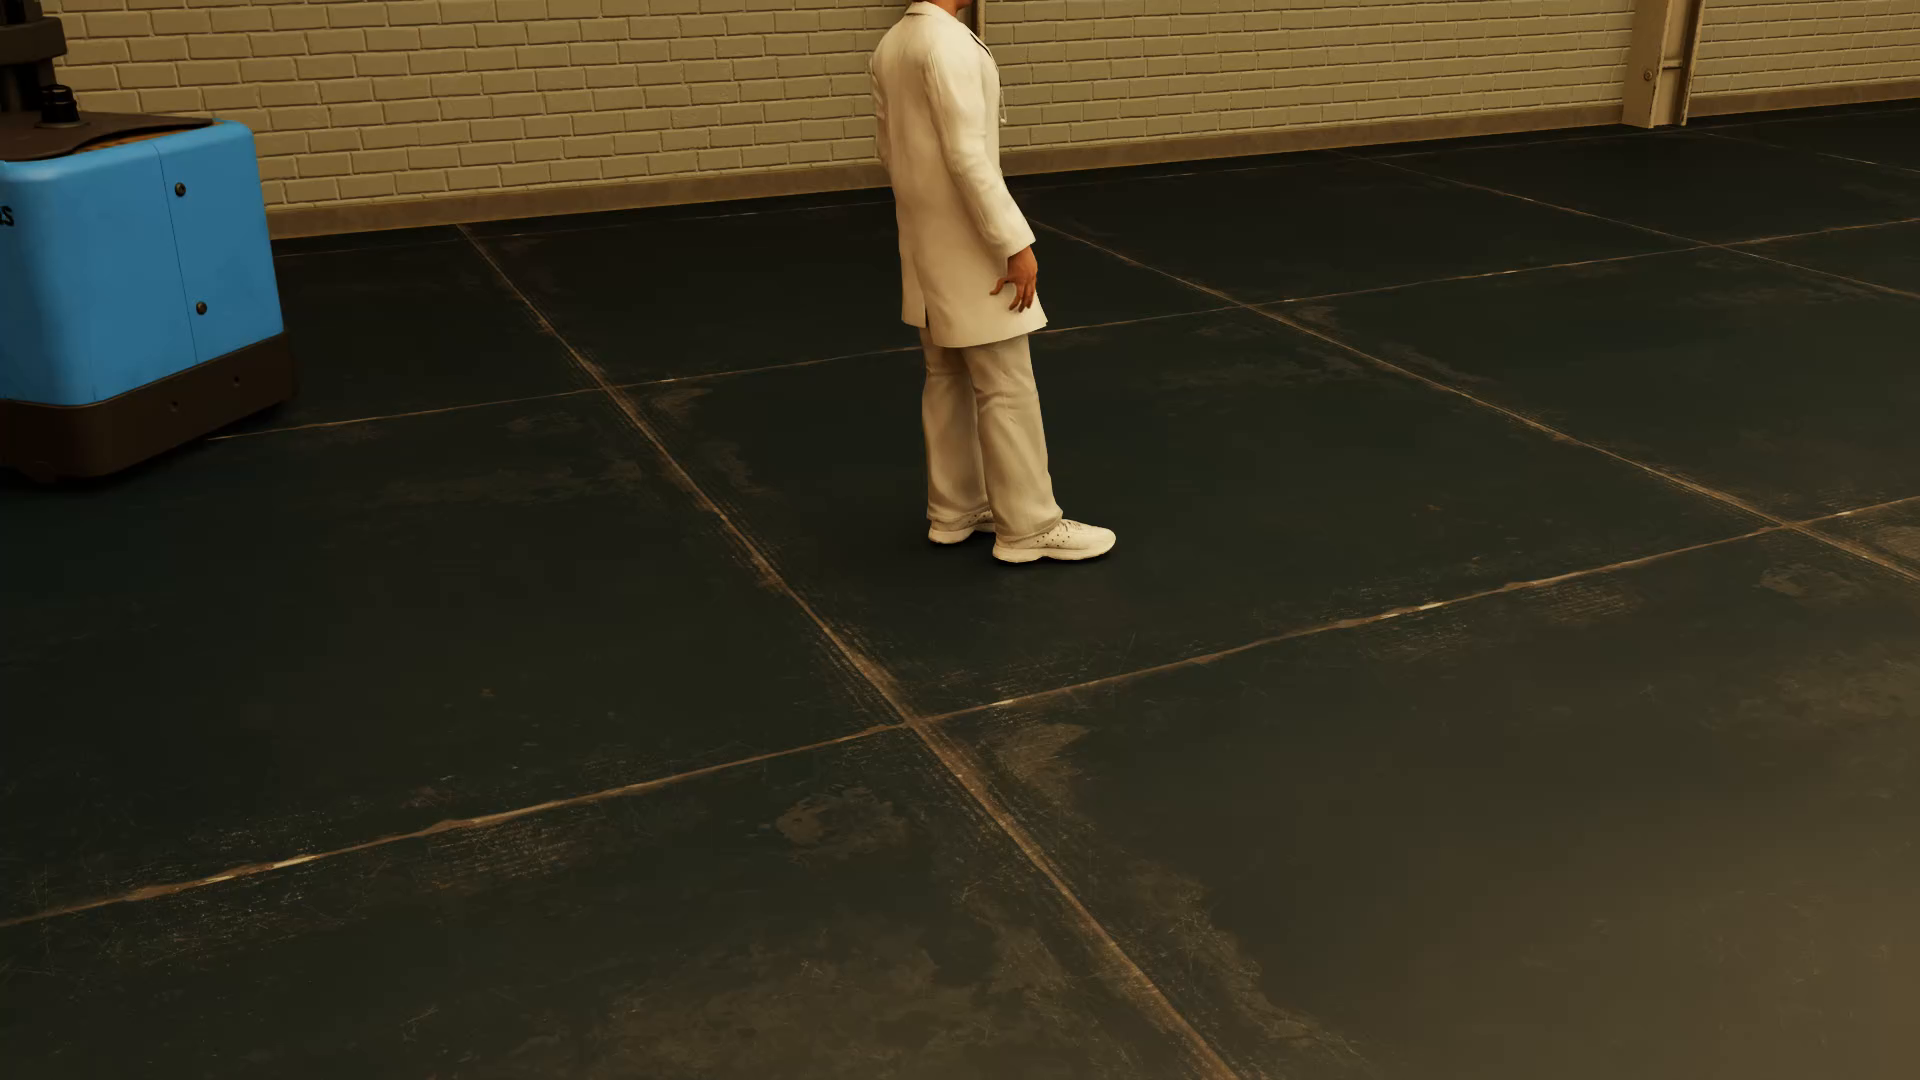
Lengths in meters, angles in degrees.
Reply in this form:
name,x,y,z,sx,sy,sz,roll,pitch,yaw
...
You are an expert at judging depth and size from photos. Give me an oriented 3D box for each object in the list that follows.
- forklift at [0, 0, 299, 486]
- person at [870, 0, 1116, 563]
name,x,y,z,sx,sy,sz,roll,pitch,yaw
forklift,-4.061,-1.853,5.747,3.031,2.935,1.130,7,24,17
person,0.084,-0.840,4.794,0.581,1.775,0.694,-10,25,-23
